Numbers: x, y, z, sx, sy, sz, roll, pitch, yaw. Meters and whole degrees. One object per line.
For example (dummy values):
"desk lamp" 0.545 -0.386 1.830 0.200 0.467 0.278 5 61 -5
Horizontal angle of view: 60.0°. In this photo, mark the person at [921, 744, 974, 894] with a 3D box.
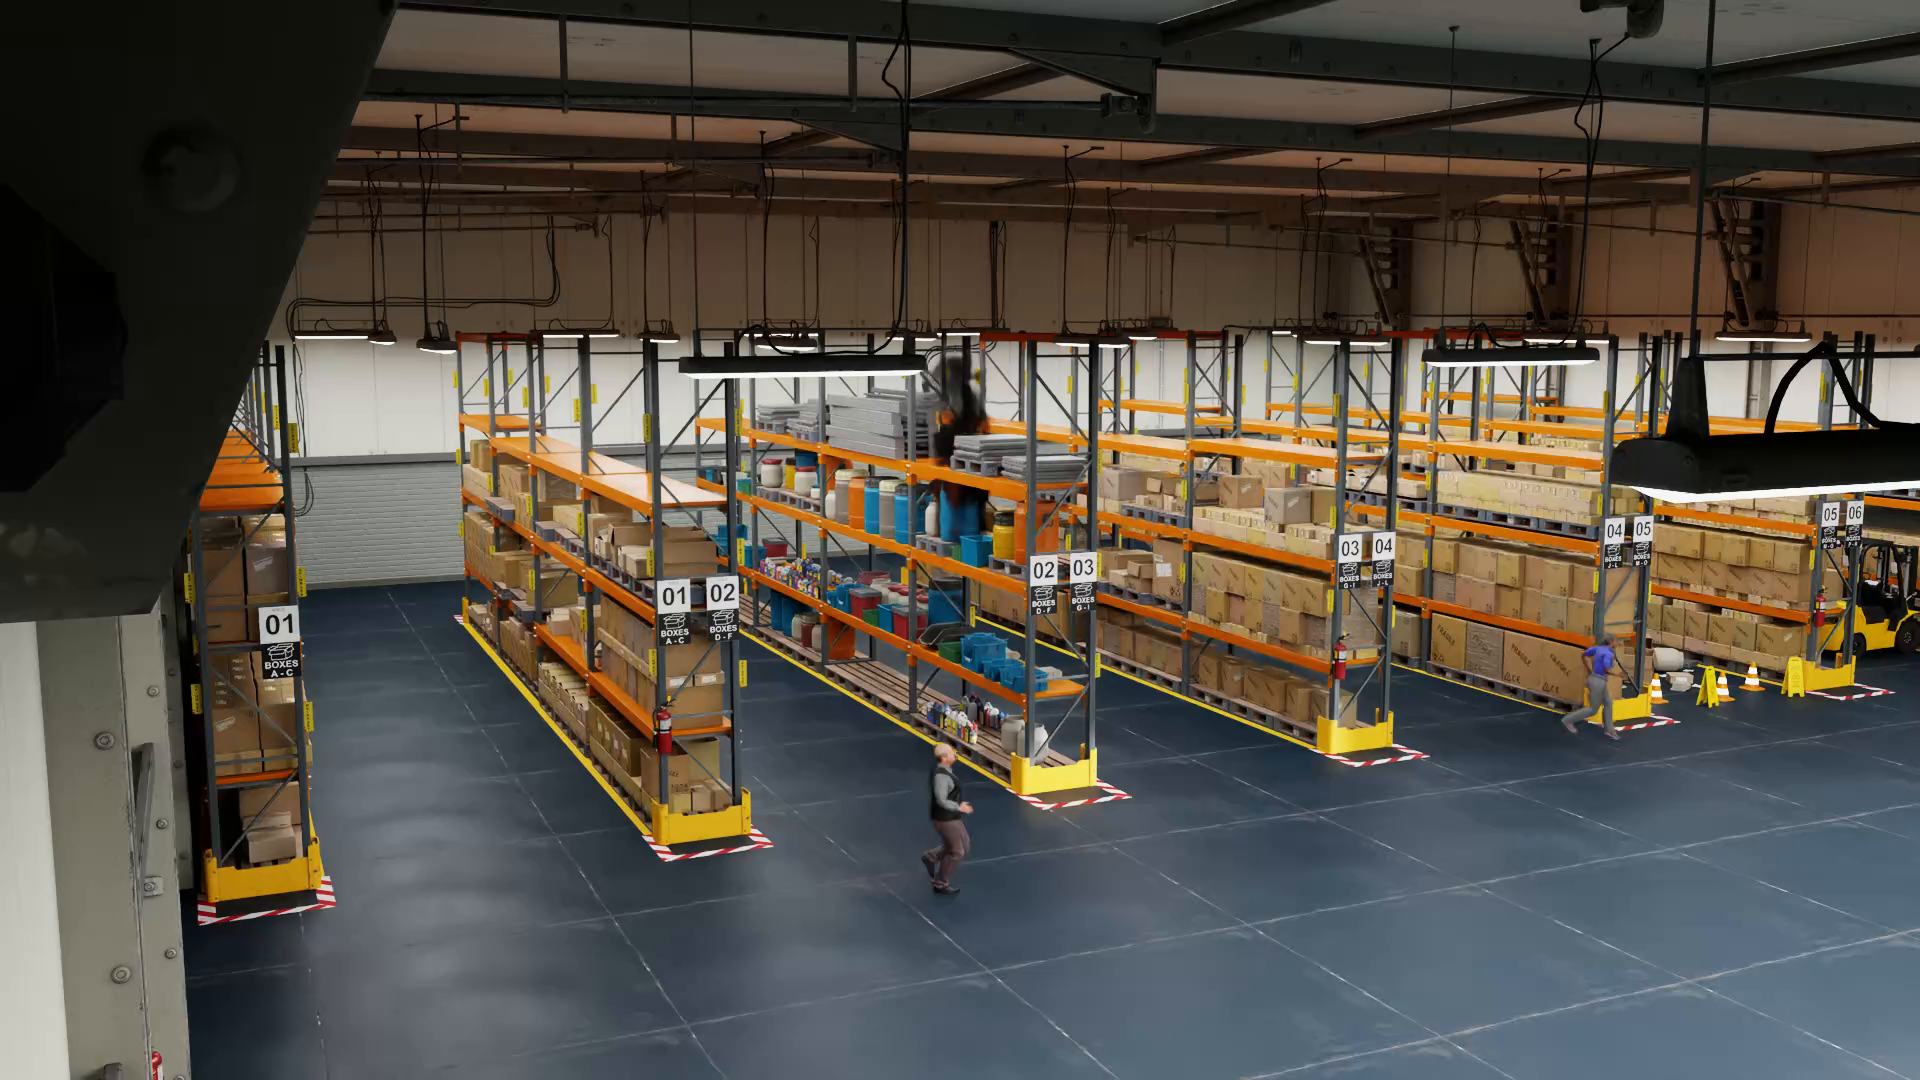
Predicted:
"person" -0.141 3.056 18.270 0.579 1.680 0.659 0 8 -2

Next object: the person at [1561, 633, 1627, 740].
"person" 9.487 2.202 24.929 0.951 1.647 0.615 0 8 -3

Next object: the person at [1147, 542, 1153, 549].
"person" 5.056 -0.232 42.739 0.556 1.630 0.559 -7 10 -40
